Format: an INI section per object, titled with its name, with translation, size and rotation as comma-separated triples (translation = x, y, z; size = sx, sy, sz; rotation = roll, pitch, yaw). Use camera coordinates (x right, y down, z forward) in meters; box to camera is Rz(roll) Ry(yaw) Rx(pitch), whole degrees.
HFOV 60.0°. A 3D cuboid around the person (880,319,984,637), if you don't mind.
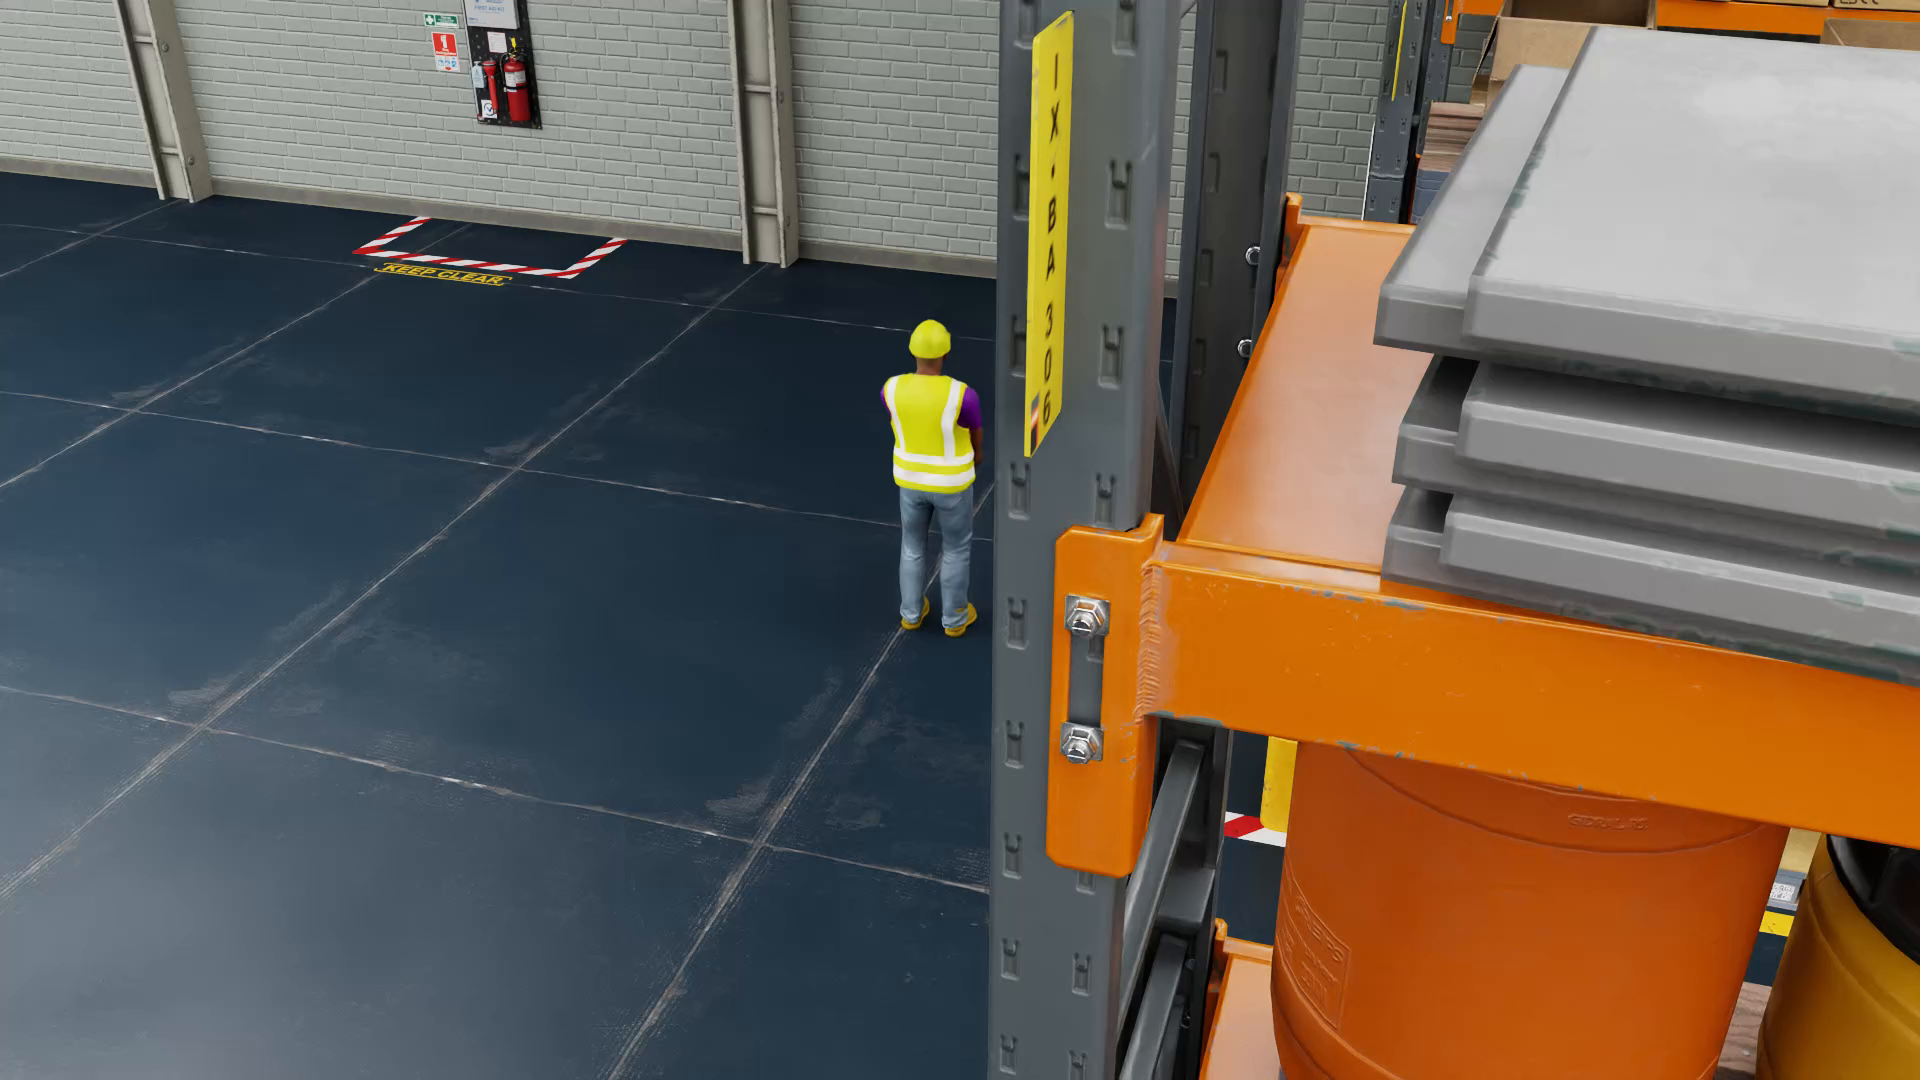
[person]
translation = -0.112, -0.364, 8.758
size = 0.505, 1.763, 0.568
rotation = 8, 30, 15
